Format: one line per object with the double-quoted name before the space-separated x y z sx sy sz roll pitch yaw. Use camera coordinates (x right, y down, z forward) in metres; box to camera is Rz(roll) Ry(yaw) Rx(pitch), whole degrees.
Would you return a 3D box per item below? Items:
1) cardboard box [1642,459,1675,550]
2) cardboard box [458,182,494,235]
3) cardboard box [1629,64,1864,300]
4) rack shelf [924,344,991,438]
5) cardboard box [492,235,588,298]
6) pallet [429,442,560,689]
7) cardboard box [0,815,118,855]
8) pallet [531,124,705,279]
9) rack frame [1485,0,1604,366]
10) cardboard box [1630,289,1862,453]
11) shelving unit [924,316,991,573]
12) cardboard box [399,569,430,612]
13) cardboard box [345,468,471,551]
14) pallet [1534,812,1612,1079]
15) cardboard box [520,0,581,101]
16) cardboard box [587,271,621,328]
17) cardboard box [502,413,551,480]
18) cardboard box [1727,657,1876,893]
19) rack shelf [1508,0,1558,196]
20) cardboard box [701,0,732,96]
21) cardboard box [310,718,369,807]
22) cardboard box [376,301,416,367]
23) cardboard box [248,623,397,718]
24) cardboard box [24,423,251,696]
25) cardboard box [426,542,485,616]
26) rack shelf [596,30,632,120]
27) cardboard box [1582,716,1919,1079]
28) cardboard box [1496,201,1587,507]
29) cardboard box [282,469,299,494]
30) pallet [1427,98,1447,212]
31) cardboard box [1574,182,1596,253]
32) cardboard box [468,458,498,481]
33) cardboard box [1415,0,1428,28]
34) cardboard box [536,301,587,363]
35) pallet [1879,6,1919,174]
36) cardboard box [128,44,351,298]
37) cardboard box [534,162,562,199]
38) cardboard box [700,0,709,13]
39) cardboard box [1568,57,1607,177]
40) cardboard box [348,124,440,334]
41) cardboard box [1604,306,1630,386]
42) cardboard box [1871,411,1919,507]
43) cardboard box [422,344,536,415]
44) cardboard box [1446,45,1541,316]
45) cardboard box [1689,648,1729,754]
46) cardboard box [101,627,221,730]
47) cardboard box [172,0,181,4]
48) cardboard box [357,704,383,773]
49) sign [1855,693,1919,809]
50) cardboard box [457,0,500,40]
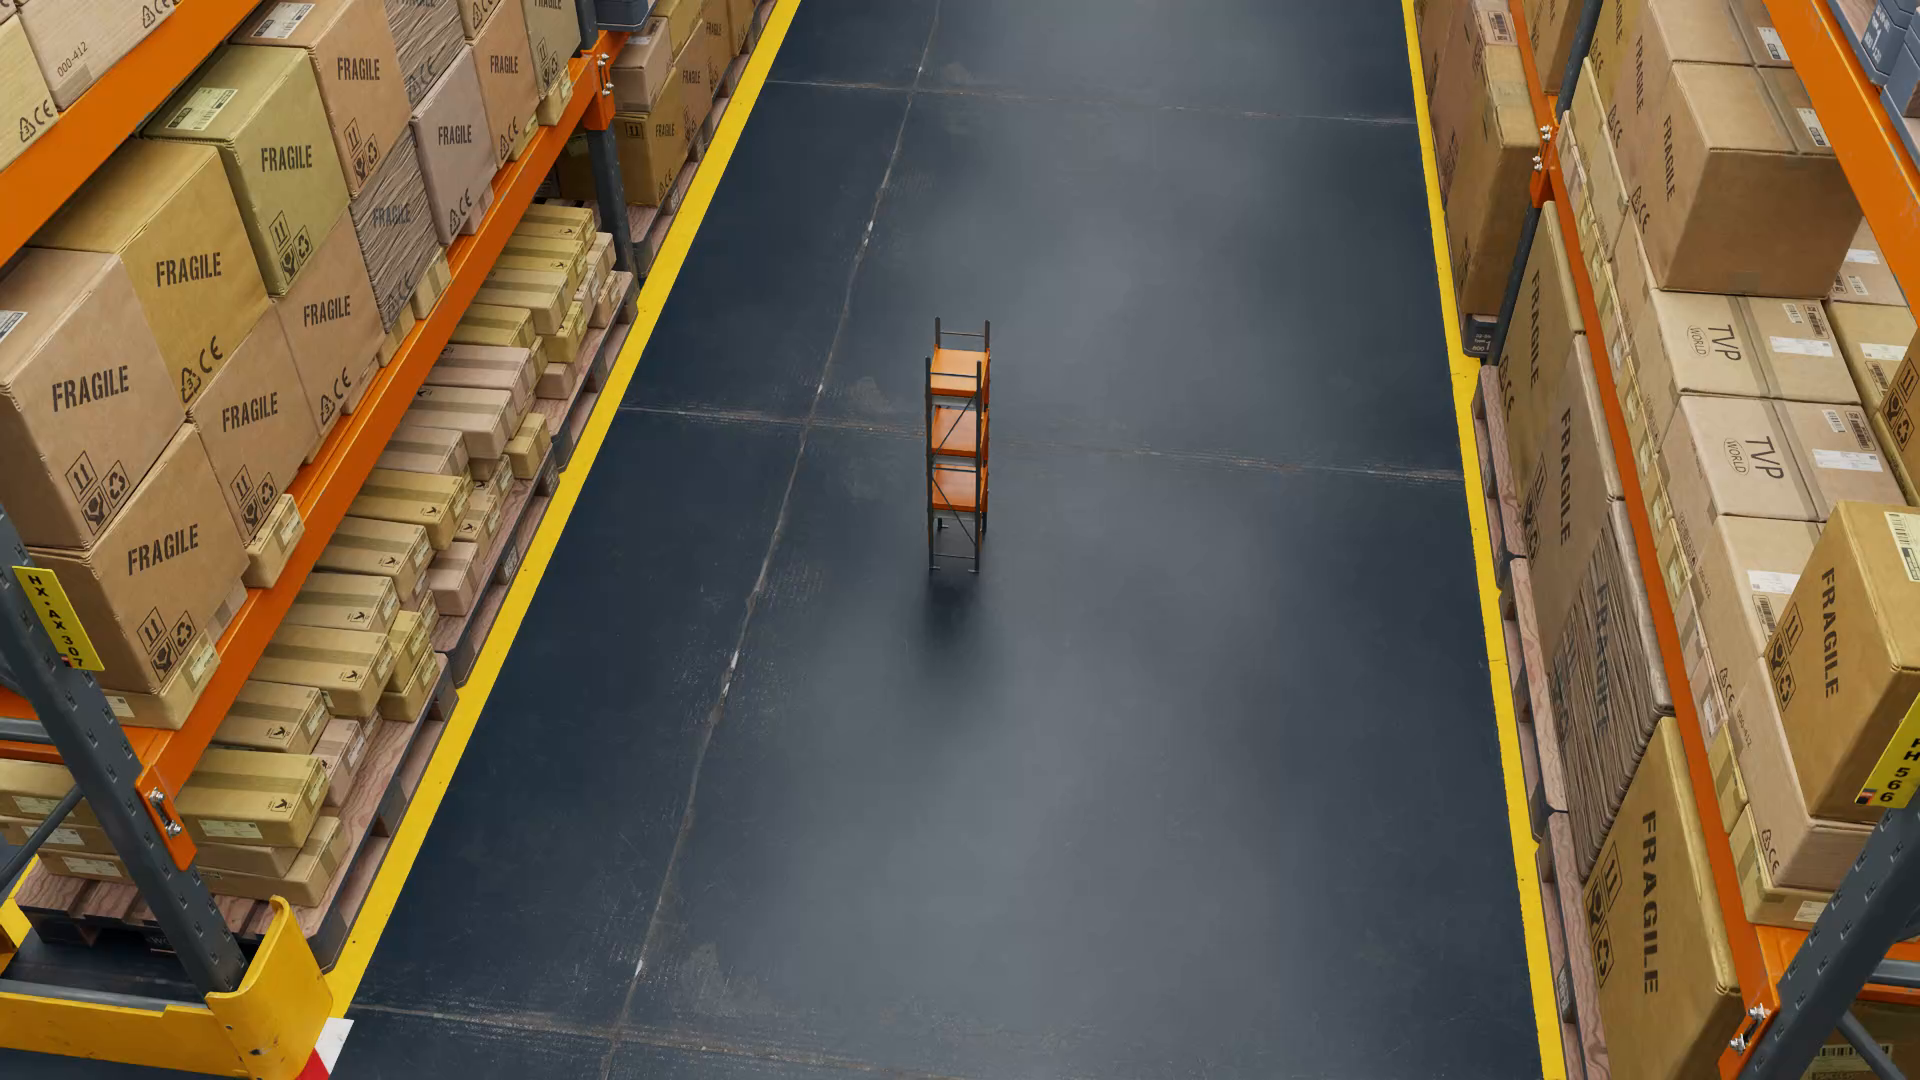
"cardboard box" 2.221 -0.089 4.845 0.380 0.149 0.250 5 44 6
"cardboard box" -1.933 -1.250 6.071 0.380 0.149 0.250 4 44 4
"cardboard box" 2.408 -1.094 5.071 0.500 0.500 0.500 4 44 4
"rack shelf" -0.007 -0.543 6.163 0.215 0.259 0.240 5 44 6
"cardboard box" -1.825 -1.170 7.139 0.380 0.149 0.250 6 44 6
"pallet" -2.254 0.027 6.568 1.003 0.211 1.213 5 44 6
"cardboard box" -2.784 0.835 5.239 0.380 0.149 0.250 4 44 4
"pallet" -1.940 -1.799 8.496 1.003 0.211 1.213 5 44 6
"rack frame" 2.861 -1.761 6.428 1.000 3.000 0.127 5 44 6
"cardboard box" 2.333 -0.491 4.979 0.500 0.250 0.500 5 44 6
"shelving unit" -0.007 -0.345 6.351 0.215 1.050 0.252 5 44 6
"cardboard box" -2.127 0.176 5.935 0.380 0.149 0.250 3 44 3
"cardboard box" -2.010 -0.113 6.023 0.380 0.149 0.250 6 44 6
"pallet" 2.361 1.426 5.091 1.003 0.211 1.213 5 44 6
"cardboard box" -1.825 -2.070 6.465 0.500 0.500 0.500 5 44 6
"cardboard box" -1.756 -1.100 7.498 0.380 0.149 0.250 6 44 6
"cardboard box" -1.892 -0.394 6.753 0.380 0.149 0.250 5 44 5
"cardboard box" 2.134 0.557 3.873 0.500 0.250 0.500 5 44 5
"rack shelf" 3.126 -2.863 8.115 1.077 0.370 4.000 5 44 6
"cardboard box" -1.557 -2.724 8.958 0.500 0.500 0.500 6 44 6
"cardboard box" -2.155 0.705 5.376 0.380 0.149 0.250 5 44 5
"cardboard box" -2.047 -0.722 5.514 0.380 0.149 0.250 7 44 7
"cardboard box" -2.087 0.427 5.453 0.380 0.149 0.250 5 44 5
"cardboard box" -2.237 0.020 4.258 0.500 0.500 0.500 7 44 7
"cardboard box" -2.003 0.136 6.193 0.380 0.149 0.250 3 44 3
"rack shelf" -1.777 -3.382 8.664 1.077 0.370 4.000 5 44 6
"cardboard box" 2.338 1.141 4.603 0.875 0.875 0.875 5 44 6
"cardboard box" 2.695 -0.699 6.547 0.875 0.875 0.875 5 44 6
"cardboard box" -2.223 -0.199 4.961 0.380 0.149 0.250 7 44 7
"pallet" 3.048 -2.115 8.830 1.003 0.211 1.213 5 44 6
"cardboard box" 2.424 -1.140 5.955 0.380 0.149 0.250 7 44 7
"cardboard box" -2.010 -0.374 6.515 0.380 0.149 0.250 3 44 4
"cardboard box" 3.278 -3.399 9.399 1.225 0.875 0.875 3 44 4
"cardboard box" -1.810 -0.893 7.063 0.380 0.149 0.250 4 44 4
"pallet" 2.420 -0.598 3.083 1.003 0.211 1.213 5 44 6
"cardboard box" -2.097 -1.041 4.651 0.500 0.500 0.500 4 44 5
"cardboard box" -2.193 -2.053 8.249 0.500 0.500 0.500 4 44 5
"cardboard box" -1.542 -2.988 8.691 0.500 0.250 0.500 7 44 7
"cardboard box" 2.540 -1.518 6.064 0.500 0.250 0.500 5 44 5
"cardboard box" -2.053 -1.027 5.364 0.500 0.500 0.500 4 44 4
"cardboard box" 2.322 -0.615 5.400 0.380 0.149 0.250 6 44 6
"cardboard box" 2.796 -0.088 4.554 0.500 0.250 0.500 4 44 4
"cardboard box" -1.907 -0.637 6.576 0.380 0.149 0.250 3 44 3
"cardboard box" 2.926 -1.580 7.477 1.225 0.875 0.875 5 44 6
"cardboard box" 2.121 0.435 4.292 0.380 0.149 0.250 5 44 6
"cardboard box" -2.203 0.346 4.386 0.380 0.149 0.250 5 44 5
"cardboard box" -2.128 -1.583 4.167 0.500 0.250 0.500 4 44 4
"cardboard box" -2.204 0.645 5.656 0.380 0.149 0.250 6 44 6
"sign" 1.797 0.400 3.132 0.100 0.325 0.005 5 44 6
"cardboard box" -1.899 -2.090 5.760 0.500 0.500 0.500 4 44 4
